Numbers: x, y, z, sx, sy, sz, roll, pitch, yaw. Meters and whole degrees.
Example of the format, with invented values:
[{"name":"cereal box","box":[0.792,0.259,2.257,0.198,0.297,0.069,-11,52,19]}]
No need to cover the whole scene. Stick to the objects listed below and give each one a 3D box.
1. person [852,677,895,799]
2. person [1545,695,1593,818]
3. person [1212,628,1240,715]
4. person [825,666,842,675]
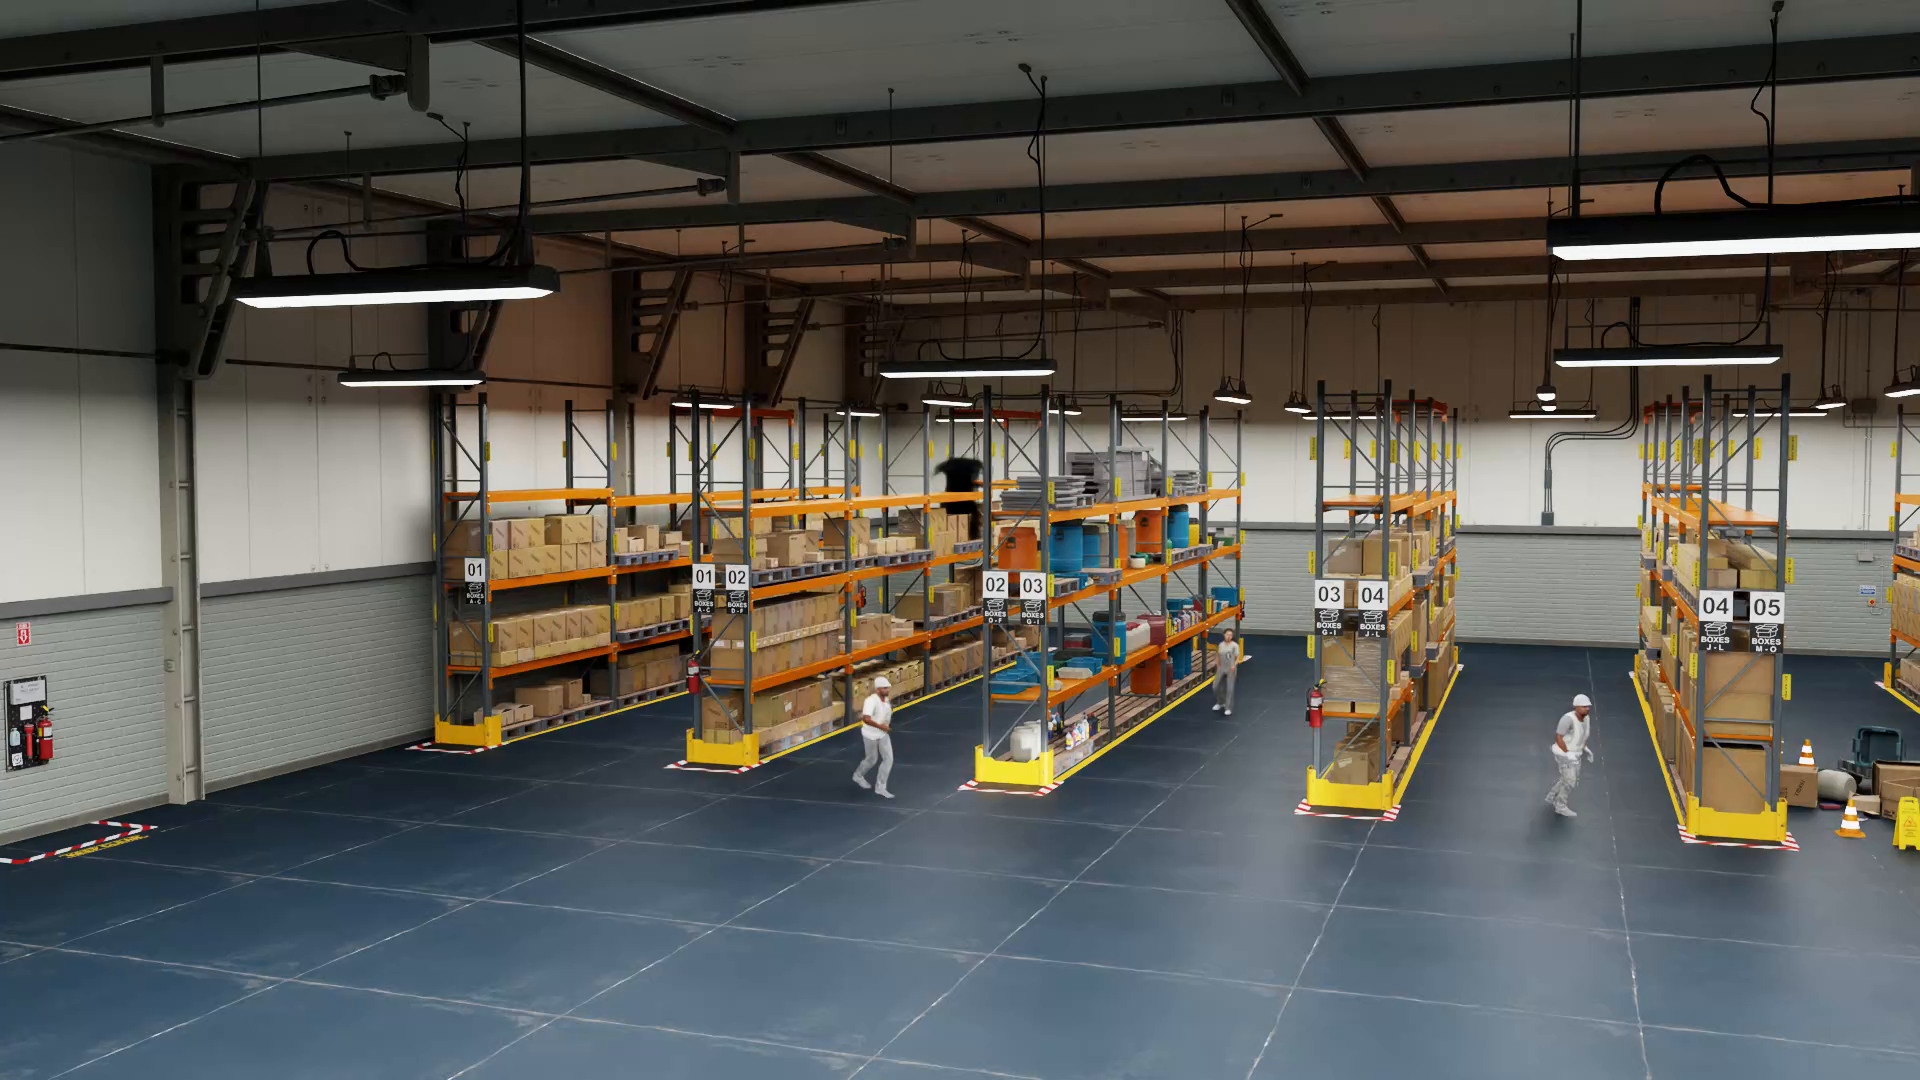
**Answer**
[{"name":"person","box":[-1.302,2.845,24.156,0.835,1.748,0.651,2,4,39]},{"name":"person","box":[8.309,2.941,22.803,0.662,1.717,0.822,-2,4,-36]},{"name":"person","box":[5.030,2.499,31.573,0.612,1.661,0.628,2,3,29]},{"name":"person","box":[-2.720,2.354,35.787,0.623,1.610,0.781,-1,3,-21]}]
